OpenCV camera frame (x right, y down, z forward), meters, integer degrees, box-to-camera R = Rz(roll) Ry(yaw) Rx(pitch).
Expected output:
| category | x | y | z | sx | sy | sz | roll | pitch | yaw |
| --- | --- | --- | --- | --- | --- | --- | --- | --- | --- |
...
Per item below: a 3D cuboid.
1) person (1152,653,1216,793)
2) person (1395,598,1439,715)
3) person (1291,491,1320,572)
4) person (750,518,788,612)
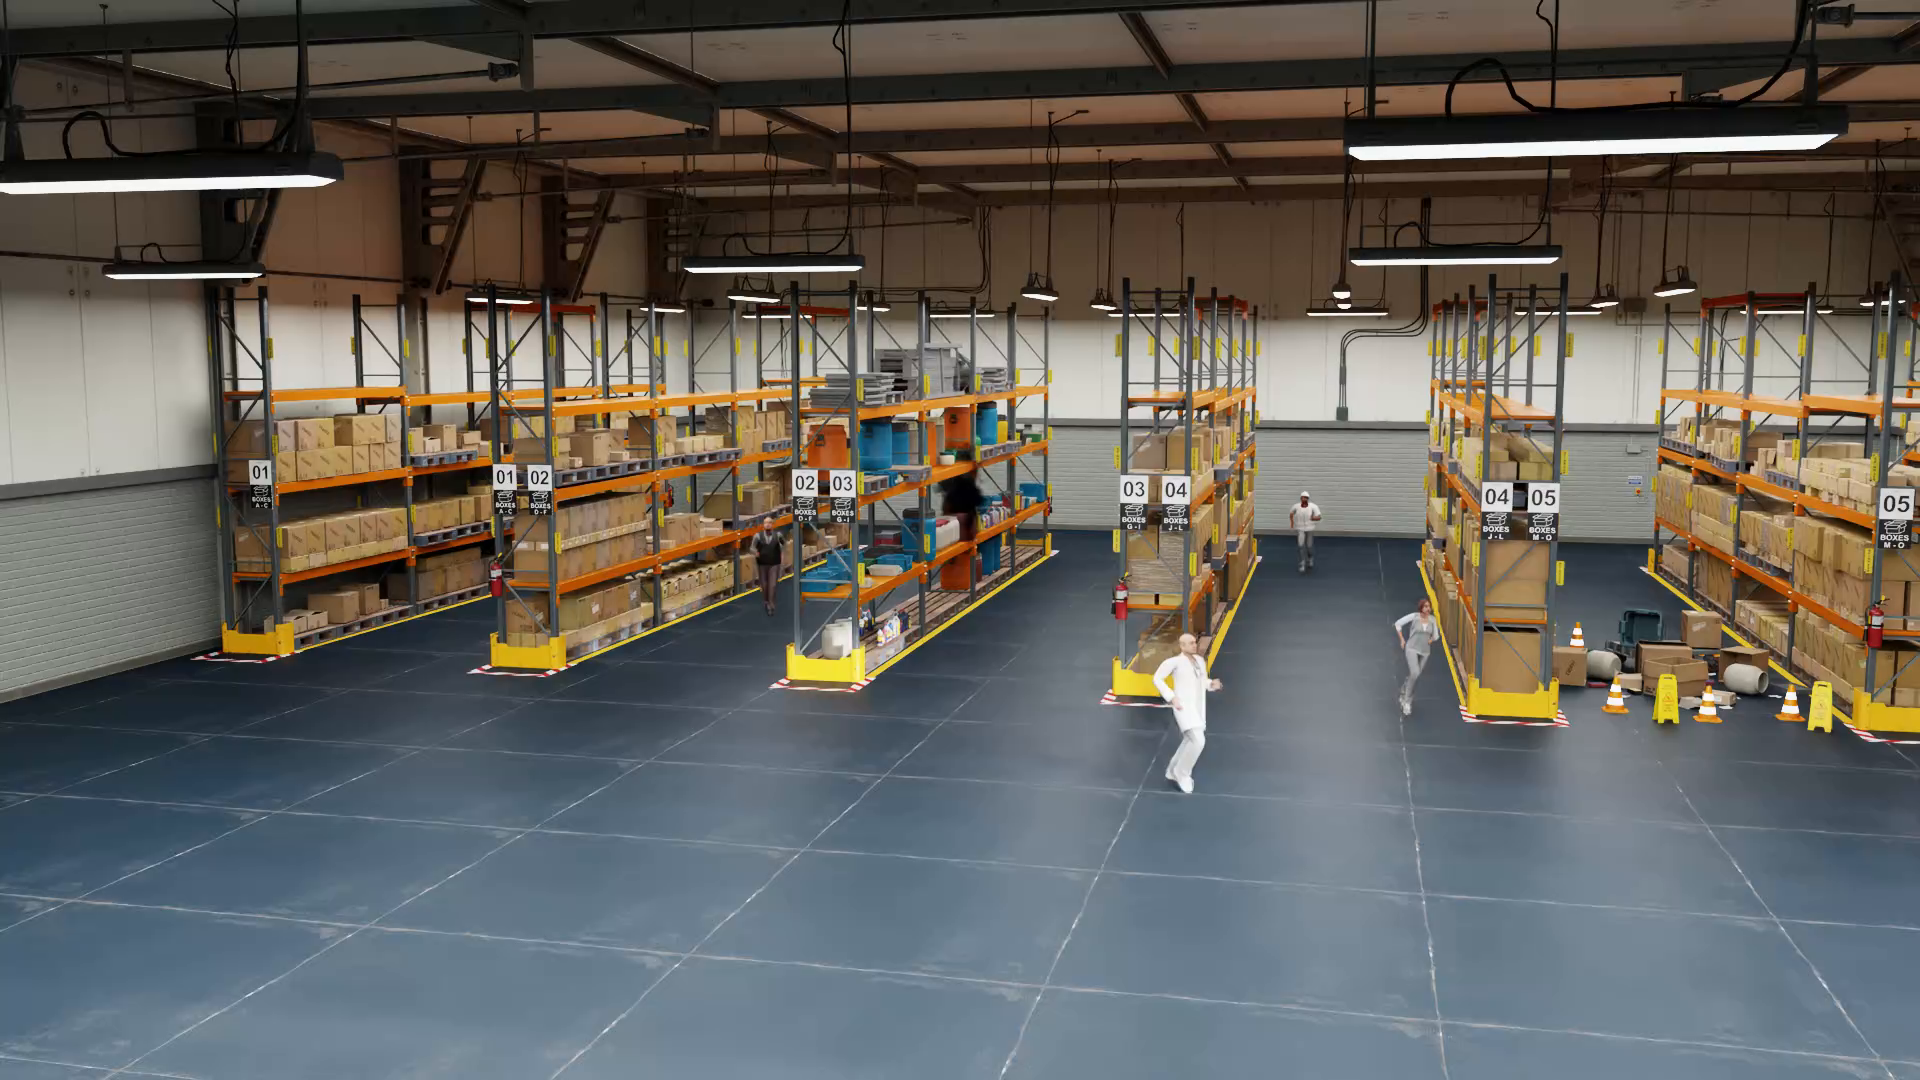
| category | x | y | z | sx | sy | sz | roll | pitch | yaw |
| --- | --- | --- | --- | --- | --- | --- | --- | --- | --- |
| person | 2.582 | 2.069 | 18.940 | 0.685 | 1.601 | 0.628 | -6 | 9 | -44 |
| person | 6.335 | 1.592 | 23.054 | 0.548 | 1.600 | 0.690 | -1 | 7 | -9 |
| person | 7.824 | -0.200 | 37.708 | 0.675 | 1.819 | 0.811 | 2 | 7 | 14 |
| person | -3.398 | 0.425 | 29.526 | 0.663 | 1.647 | 0.761 | 0 | 7 | -2 |
